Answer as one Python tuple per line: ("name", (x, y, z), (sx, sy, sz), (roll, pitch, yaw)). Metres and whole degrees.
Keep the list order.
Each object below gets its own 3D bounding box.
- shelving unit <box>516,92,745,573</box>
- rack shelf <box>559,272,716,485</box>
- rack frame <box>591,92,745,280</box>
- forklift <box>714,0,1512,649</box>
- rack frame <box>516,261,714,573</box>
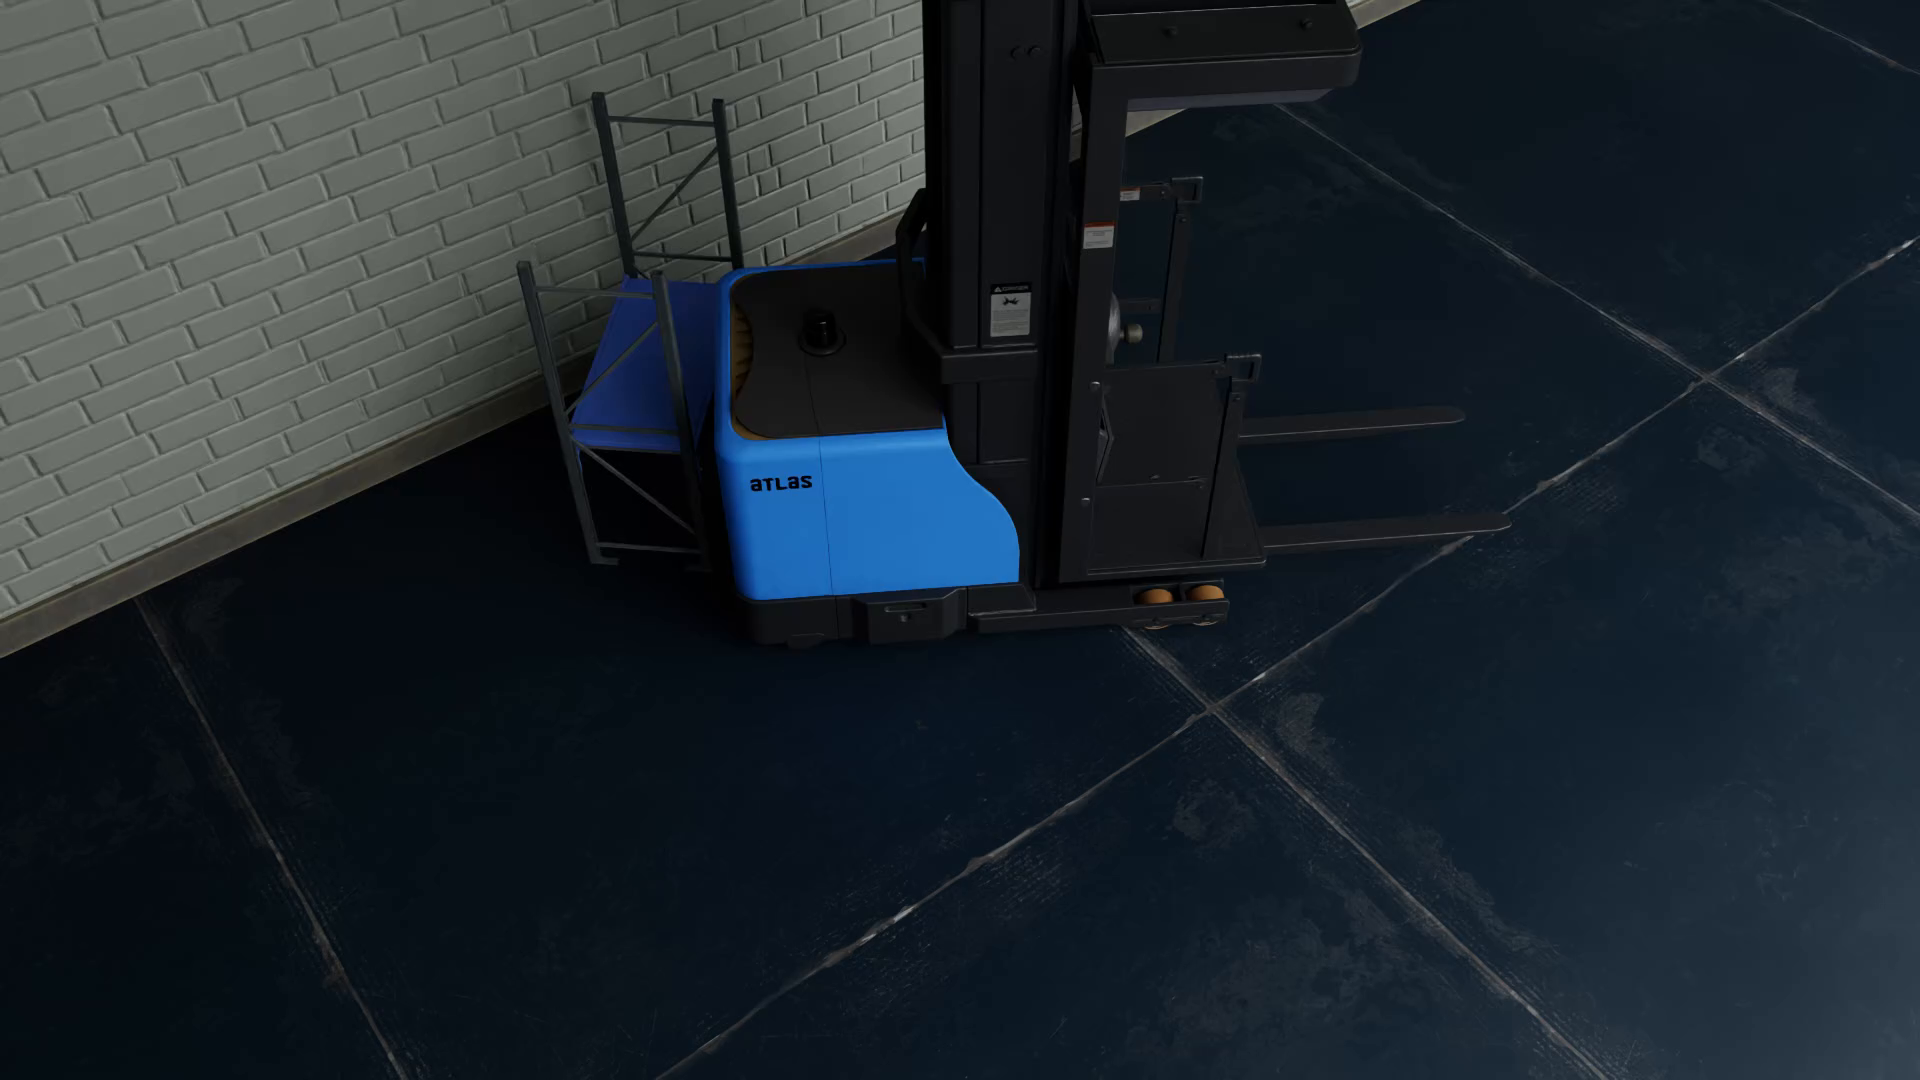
("shelving unit", (-1.182, -0.778, 6.442), (0.538, 1.500, 1.048), (4, 48, 4))
("rack shelf", (-1.182, -0.657, 6.575), (0.538, 0.185, 1.000), (4, 48, 4))
("rack frame", (-1.132, -1.153, 6.781), (0.500, 1.500, 0.032), (4, 48, 4))
("forklift", (0.620, -1.028, 5.703), (3.031, 2.935, 1.130), (-4, 48, -4))
("rack frame", (-1.232, -0.403, 6.102), (0.500, 1.500, 0.032), (4, 48, 4))
